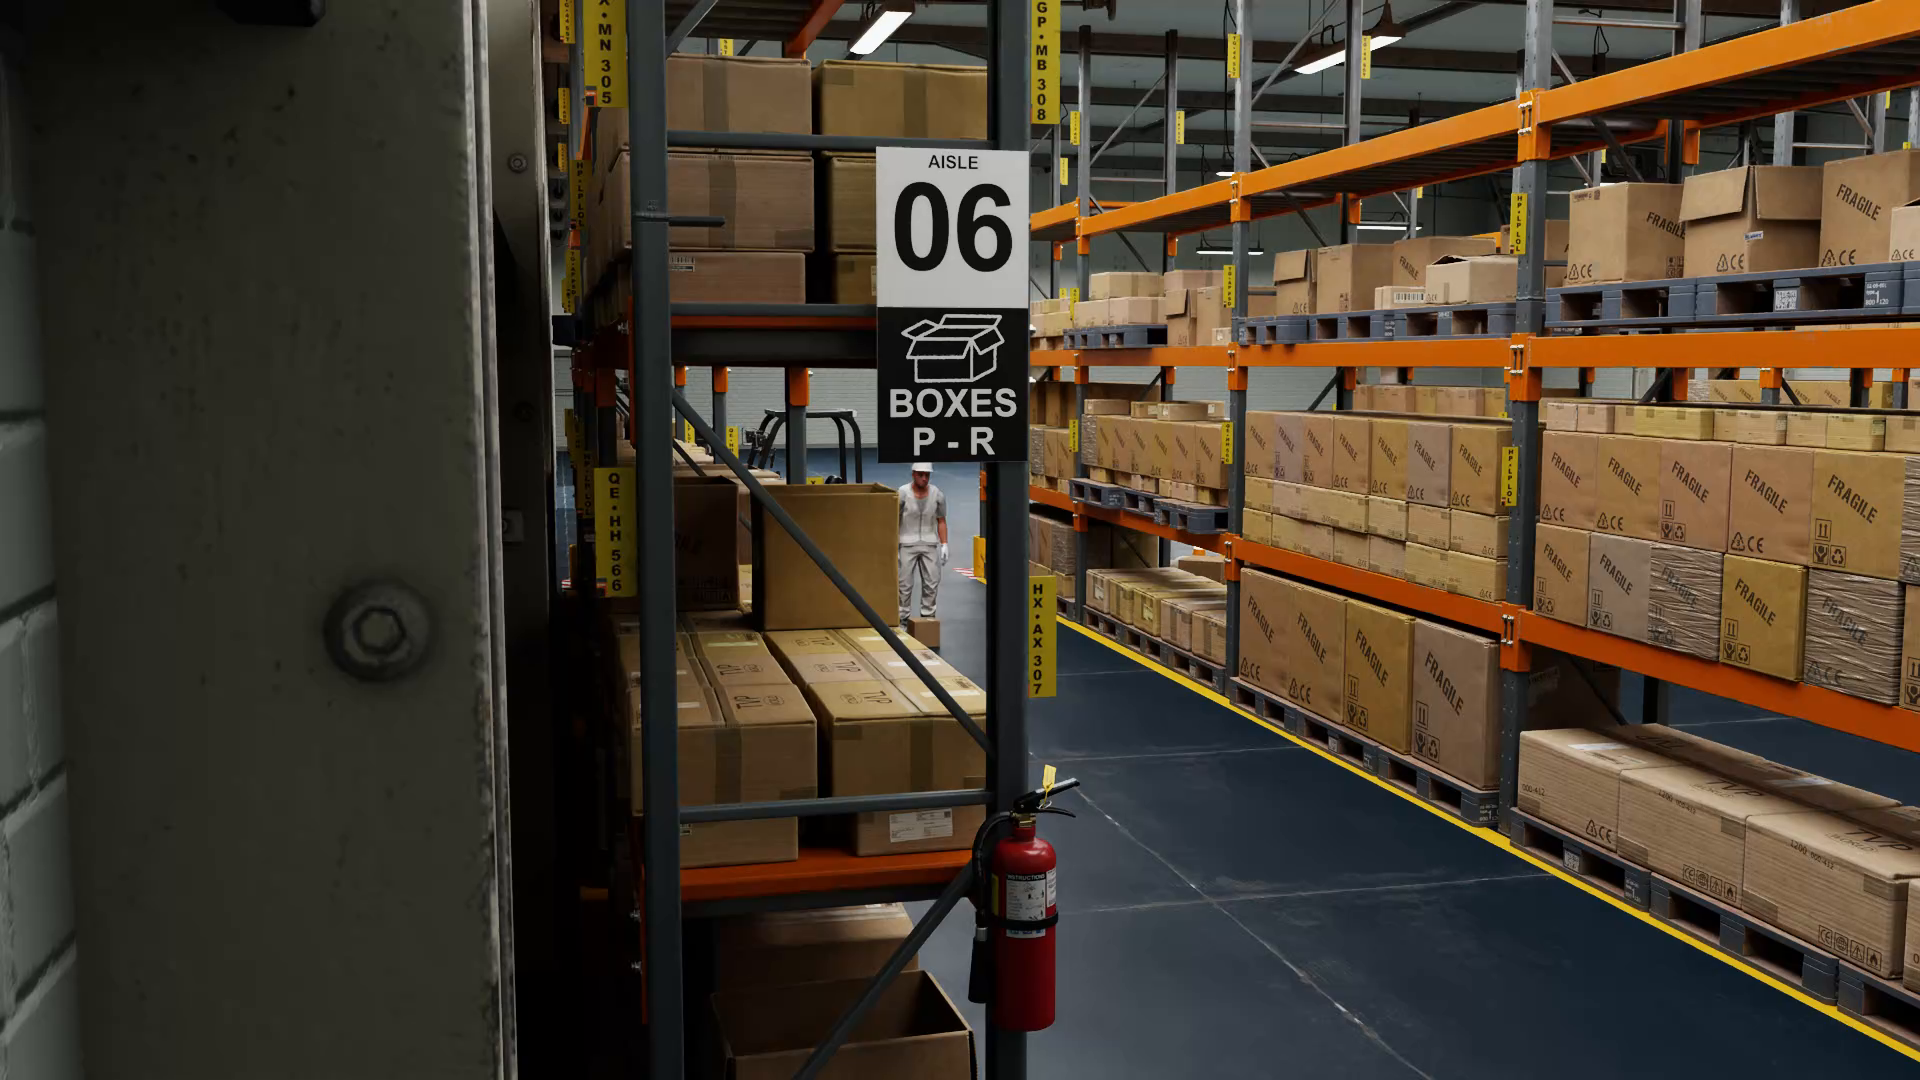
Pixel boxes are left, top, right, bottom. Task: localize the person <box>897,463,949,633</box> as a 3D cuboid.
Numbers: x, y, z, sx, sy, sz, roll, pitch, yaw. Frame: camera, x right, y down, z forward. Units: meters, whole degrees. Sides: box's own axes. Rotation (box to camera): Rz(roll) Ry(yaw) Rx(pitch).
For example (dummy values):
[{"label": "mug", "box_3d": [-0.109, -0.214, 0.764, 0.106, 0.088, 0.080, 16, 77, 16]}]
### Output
[{"label": "person", "box_3d": [-0.398, 0.095, 15.928, 0.609, 1.779, 0.454, -2, 6, -14]}]
